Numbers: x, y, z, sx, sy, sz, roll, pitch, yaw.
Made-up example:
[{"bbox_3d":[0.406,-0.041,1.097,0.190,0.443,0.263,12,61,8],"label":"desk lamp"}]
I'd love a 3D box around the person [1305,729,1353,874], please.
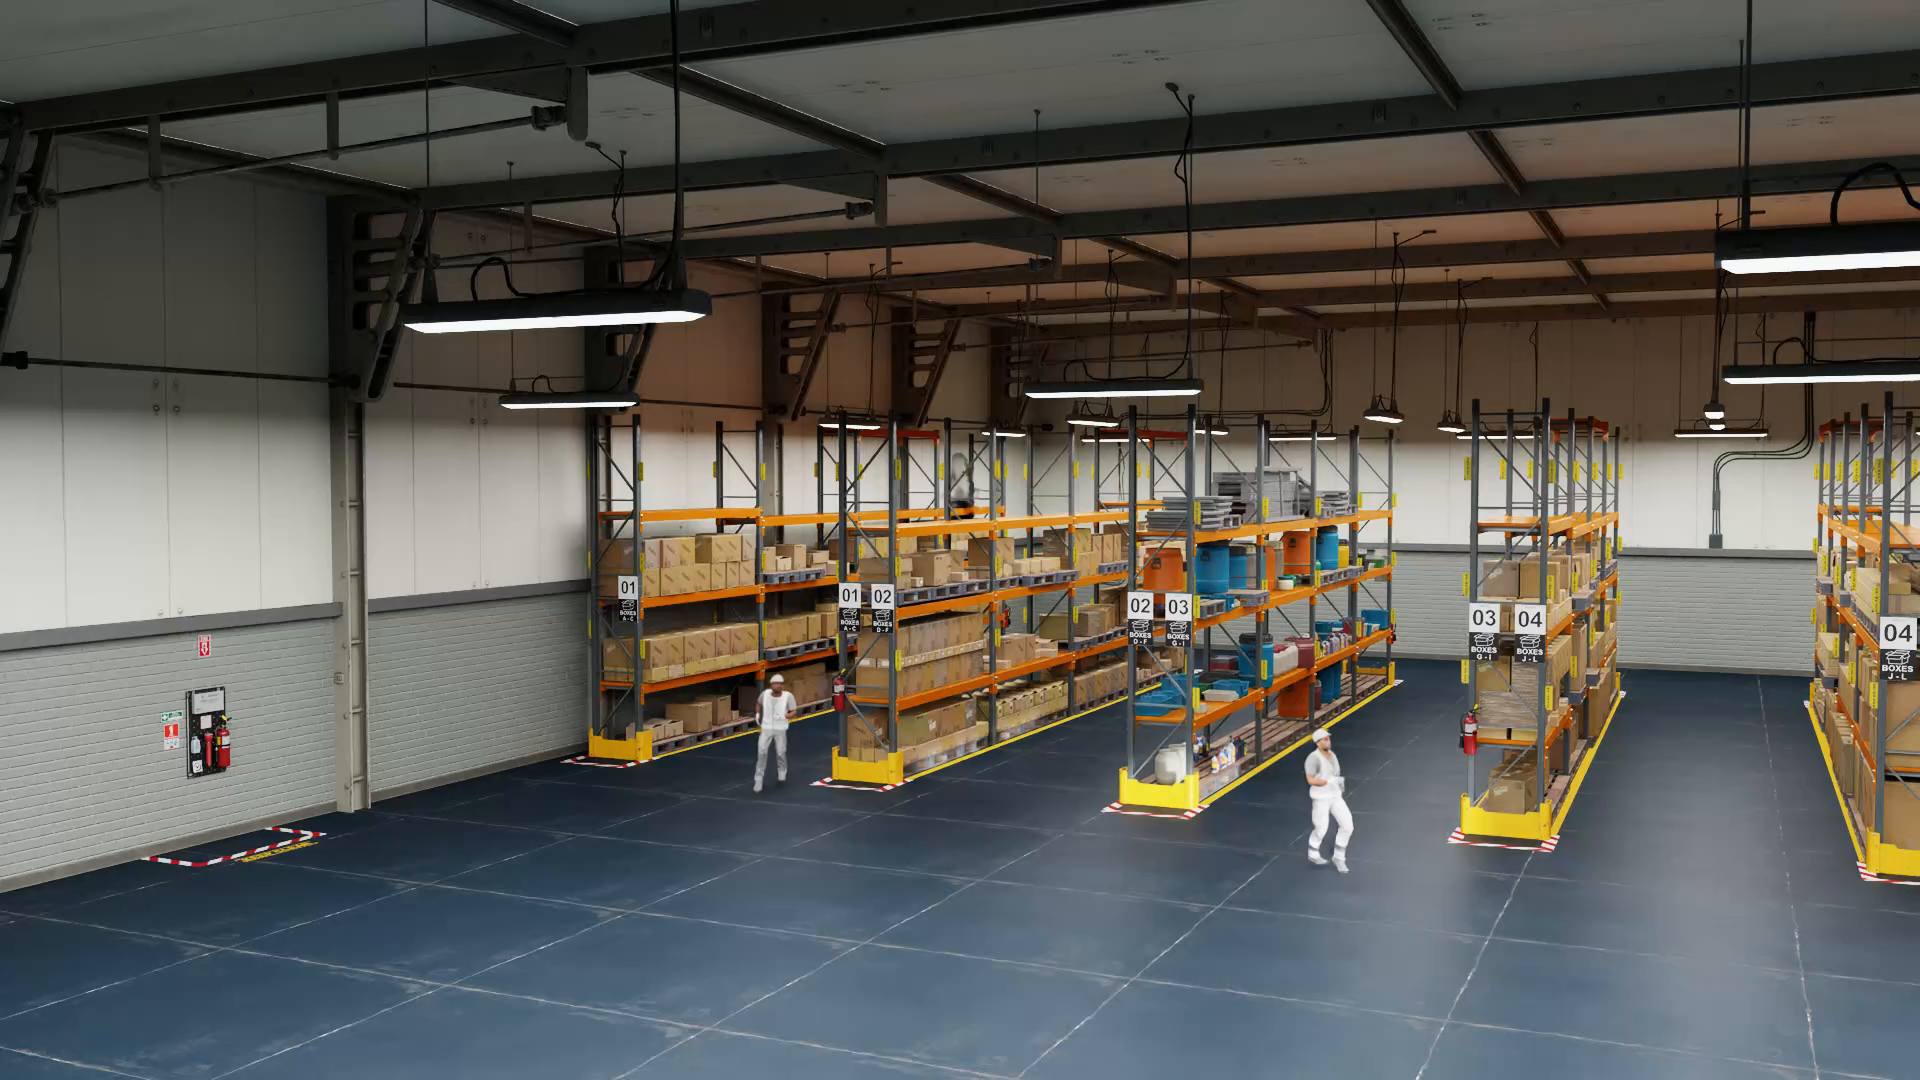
[{"bbox_3d":[4.573,3.273,20.817,0.693,1.831,0.664,-1,3,-27],"label":"person"}]

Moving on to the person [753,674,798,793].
[{"bbox_3d":[-2.918,3.024,26.334,0.689,1.799,0.926,0,2,1],"label":"person"}]
